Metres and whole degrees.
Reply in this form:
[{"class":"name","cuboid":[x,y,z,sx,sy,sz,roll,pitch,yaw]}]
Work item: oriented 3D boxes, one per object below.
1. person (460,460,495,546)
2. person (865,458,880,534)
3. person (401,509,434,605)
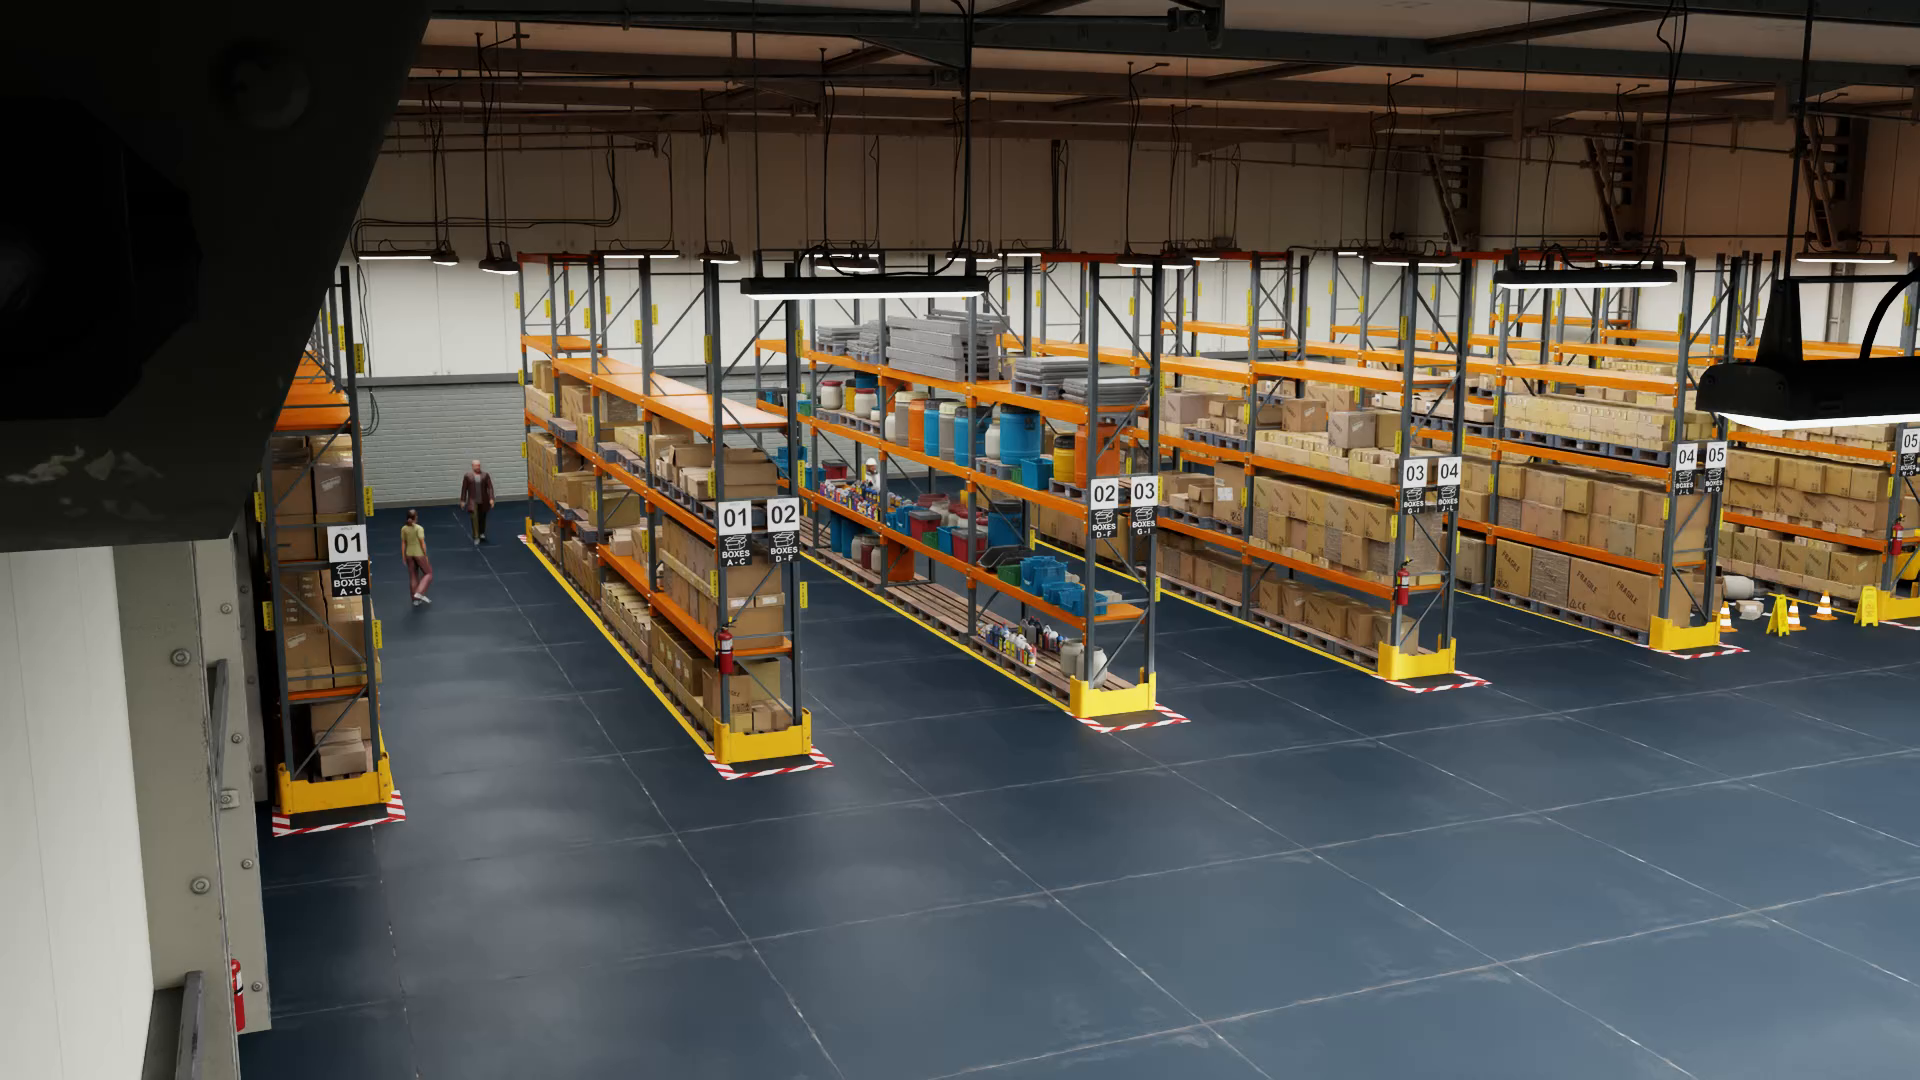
[{"class":"person","cuboid":[-9.998,-0.803,34.476,0.683,1.719,1.103,-4,11,-20]},{"class":"person","cuboid":[-1.832,-0.861,34.860,0.533,1.730,1.046,-8,13,-37]},{"class":"person","cuboid":[-9.425,0.308,28.737,0.484,1.667,0.476,2,11,13]}]
